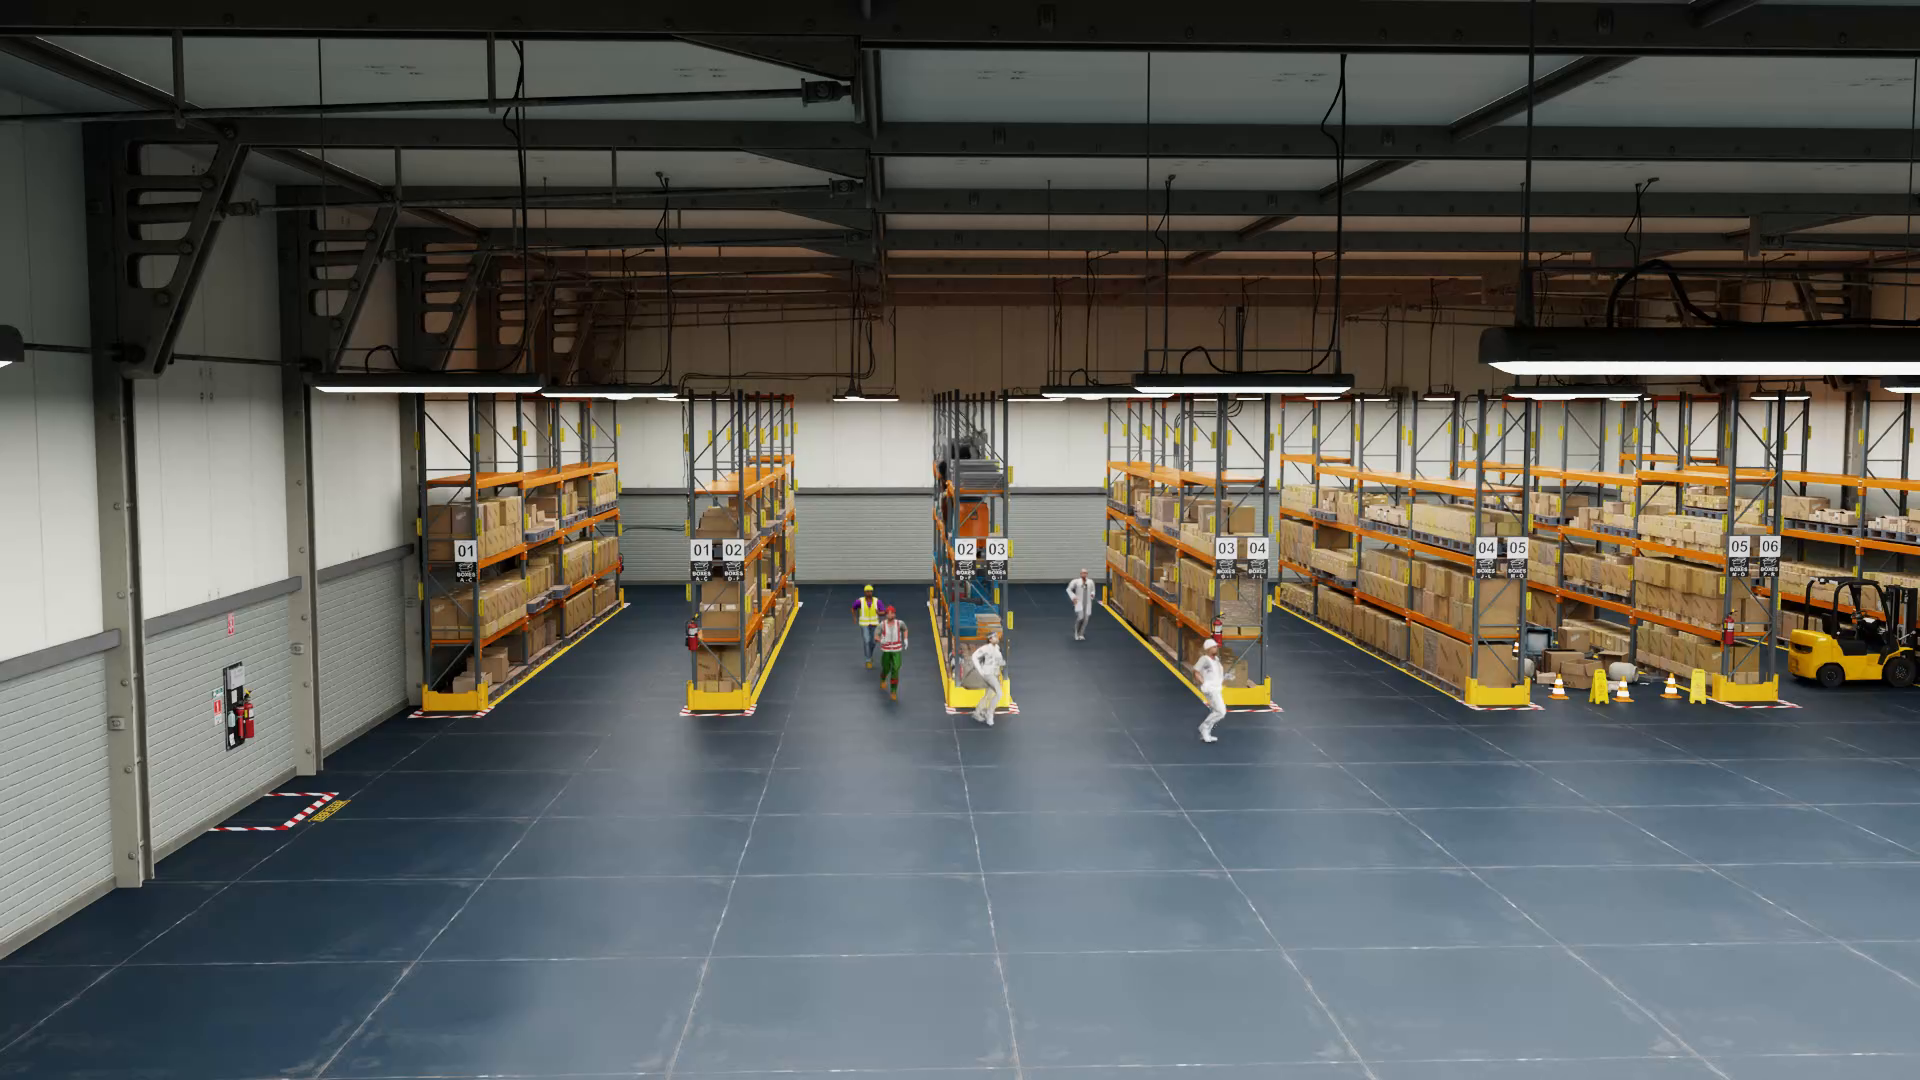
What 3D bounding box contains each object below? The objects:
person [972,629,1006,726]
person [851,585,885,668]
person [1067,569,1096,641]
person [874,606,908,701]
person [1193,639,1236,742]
[{"bbox_3d":[0.532,2.456,29.871,0.645,1.720,0.595,2,5,27],"label":"person"},{"bbox_3d":[-1.981,1.857,36.245,0.700,1.754,0.989,-1,5,-16],"label":"person"},{"bbox_3d":[2.977,1.569,40.175,0.680,1.750,0.696,-1,5,-15],"label":"person"},{"bbox_3d":[-1.344,2.178,32.512,0.668,1.790,0.993,0,5,-5],"label":"person"},{"bbox_3d":[4.312,2.547,28.089,0.609,1.740,0.667,2,5,26],"label":"person"}]
